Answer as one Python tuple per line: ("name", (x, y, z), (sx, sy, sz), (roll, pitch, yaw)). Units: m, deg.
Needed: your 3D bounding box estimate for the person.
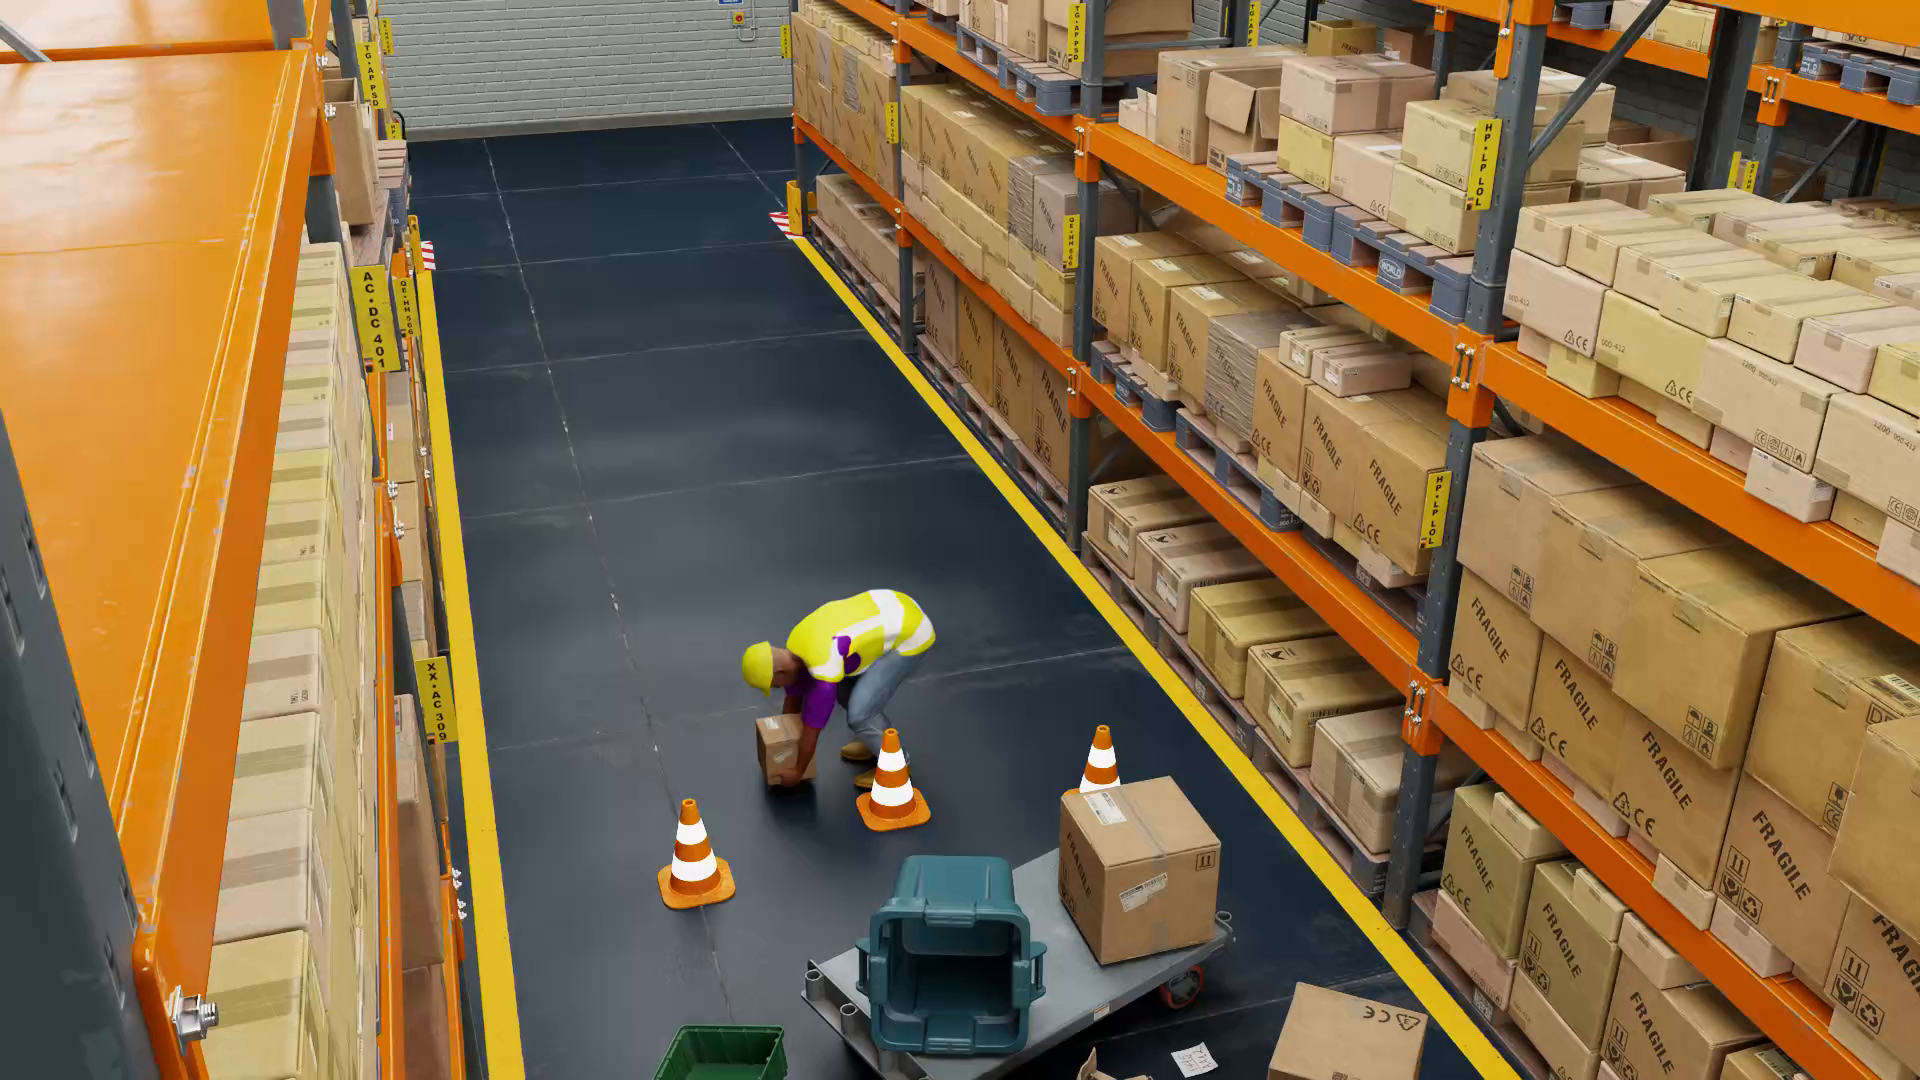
("person", (-0.615, 0.768, 8.396), (0.965, 0.992, 0.492), (-10, 28, -19))
